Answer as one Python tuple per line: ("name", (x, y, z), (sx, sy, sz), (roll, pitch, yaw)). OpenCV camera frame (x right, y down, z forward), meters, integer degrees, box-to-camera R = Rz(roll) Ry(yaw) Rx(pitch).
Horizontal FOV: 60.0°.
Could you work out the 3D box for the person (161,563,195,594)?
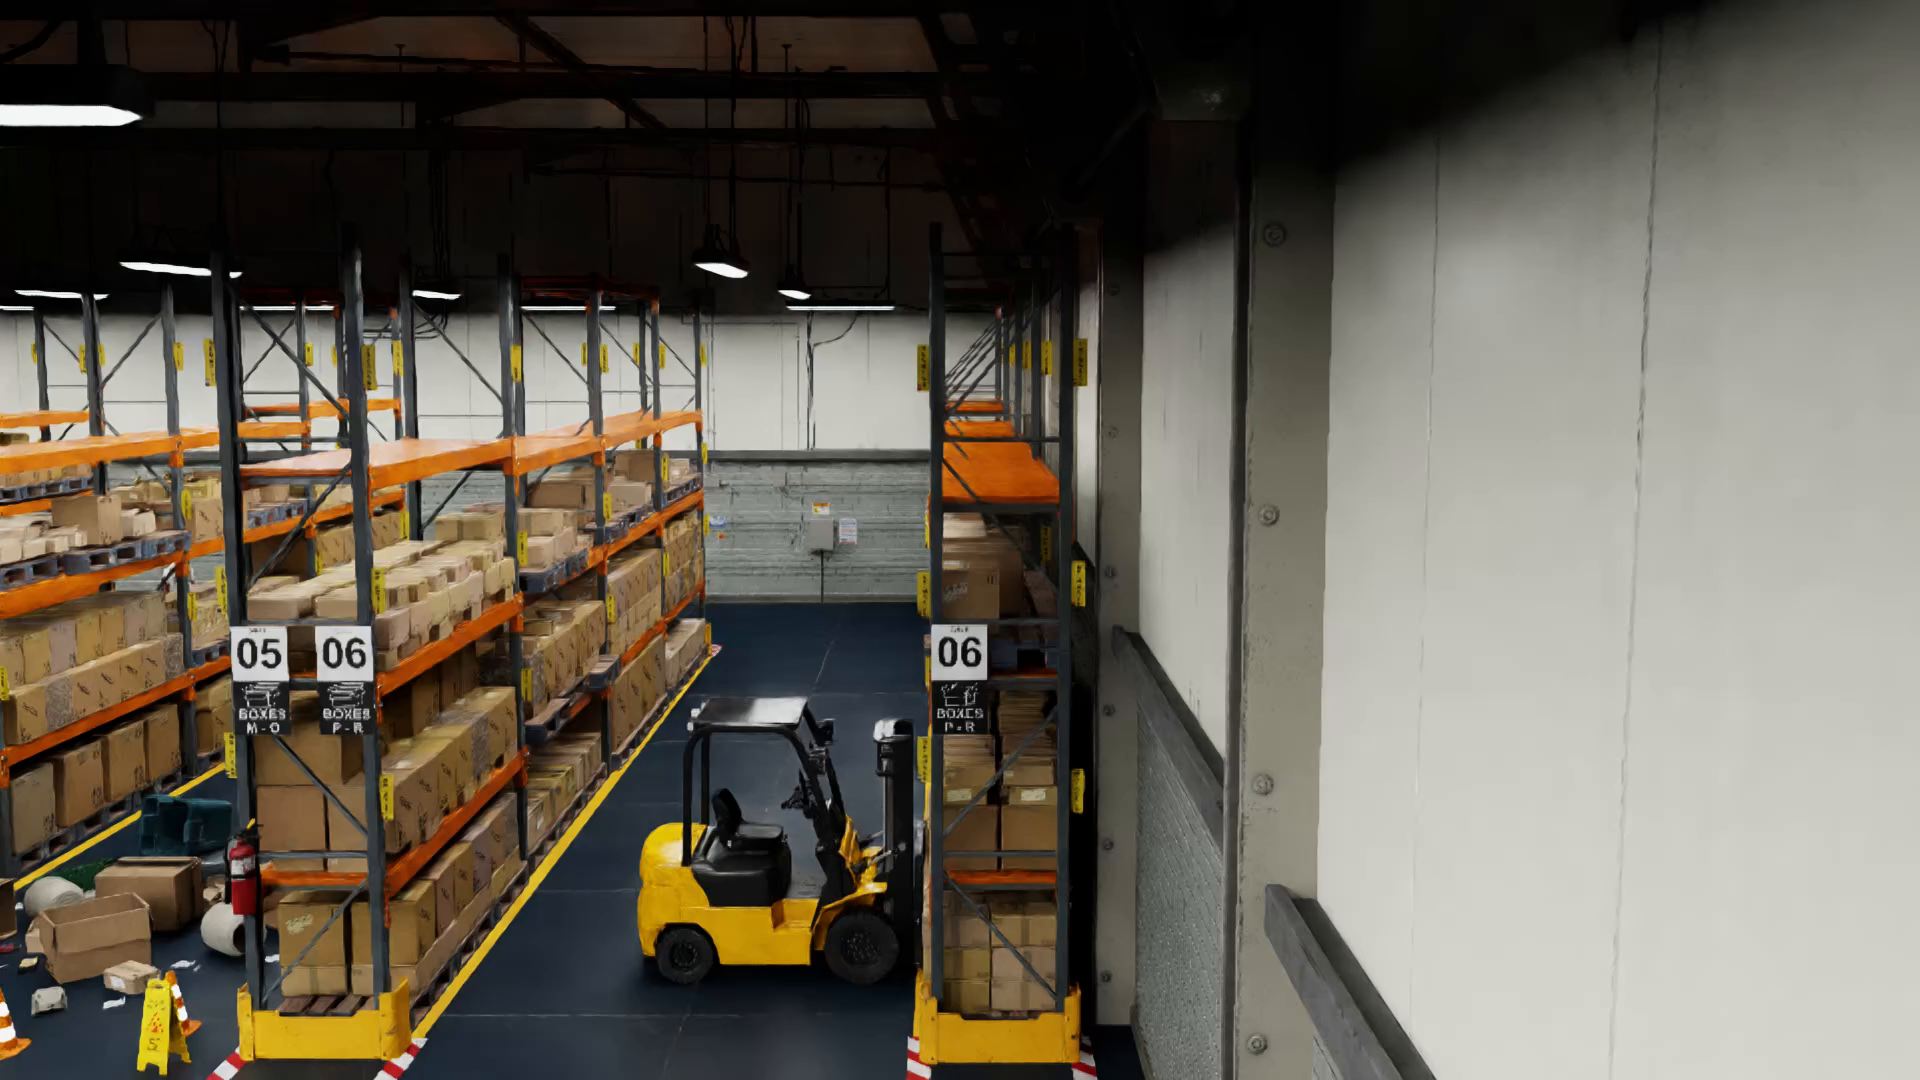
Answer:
("person", (-13.281, 0.999, 28.246), (0.586, 1.748, 0.698), (3, 7, 27))
